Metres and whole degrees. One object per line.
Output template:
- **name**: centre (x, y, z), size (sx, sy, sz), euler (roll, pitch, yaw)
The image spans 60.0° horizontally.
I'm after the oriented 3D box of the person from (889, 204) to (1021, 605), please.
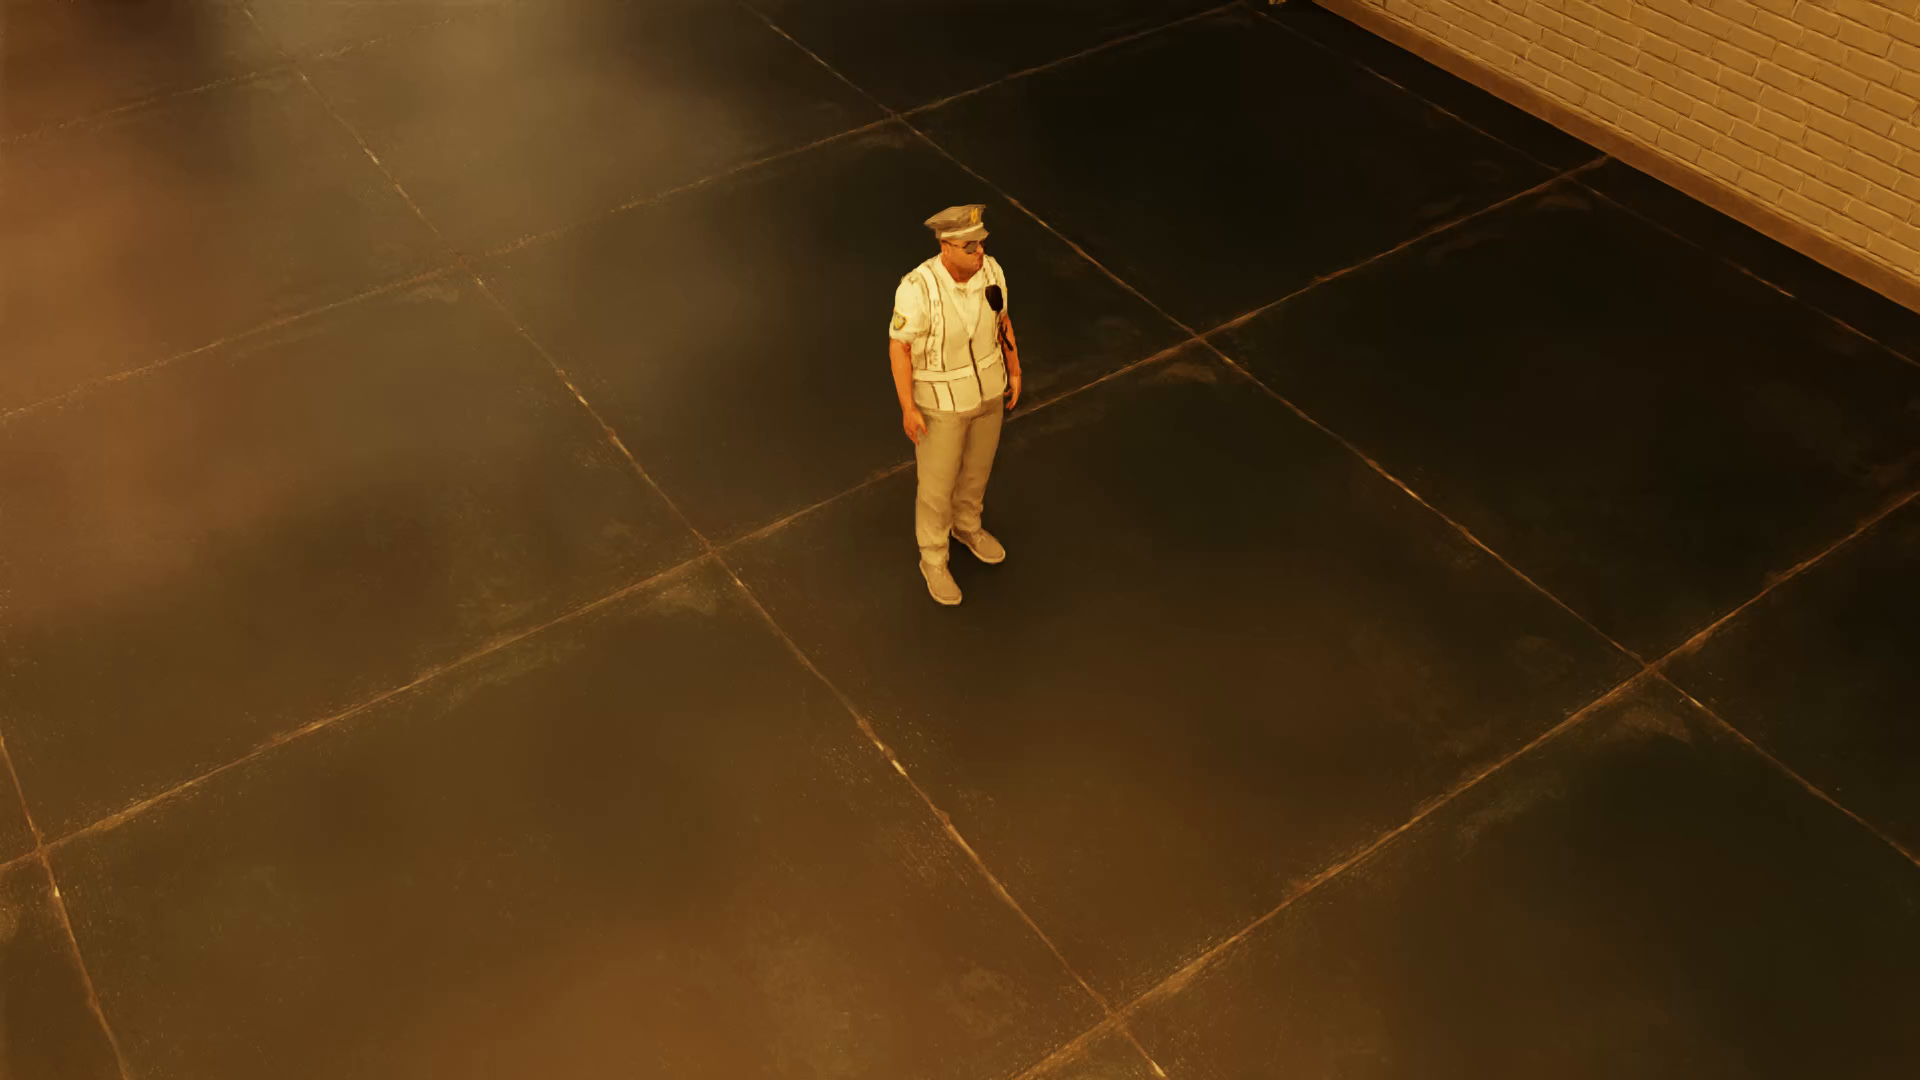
- **person**: centre (0.035, -0.613, 7.217), size (0.640, 1.781, 0.574), euler (-25, 48, -25)
